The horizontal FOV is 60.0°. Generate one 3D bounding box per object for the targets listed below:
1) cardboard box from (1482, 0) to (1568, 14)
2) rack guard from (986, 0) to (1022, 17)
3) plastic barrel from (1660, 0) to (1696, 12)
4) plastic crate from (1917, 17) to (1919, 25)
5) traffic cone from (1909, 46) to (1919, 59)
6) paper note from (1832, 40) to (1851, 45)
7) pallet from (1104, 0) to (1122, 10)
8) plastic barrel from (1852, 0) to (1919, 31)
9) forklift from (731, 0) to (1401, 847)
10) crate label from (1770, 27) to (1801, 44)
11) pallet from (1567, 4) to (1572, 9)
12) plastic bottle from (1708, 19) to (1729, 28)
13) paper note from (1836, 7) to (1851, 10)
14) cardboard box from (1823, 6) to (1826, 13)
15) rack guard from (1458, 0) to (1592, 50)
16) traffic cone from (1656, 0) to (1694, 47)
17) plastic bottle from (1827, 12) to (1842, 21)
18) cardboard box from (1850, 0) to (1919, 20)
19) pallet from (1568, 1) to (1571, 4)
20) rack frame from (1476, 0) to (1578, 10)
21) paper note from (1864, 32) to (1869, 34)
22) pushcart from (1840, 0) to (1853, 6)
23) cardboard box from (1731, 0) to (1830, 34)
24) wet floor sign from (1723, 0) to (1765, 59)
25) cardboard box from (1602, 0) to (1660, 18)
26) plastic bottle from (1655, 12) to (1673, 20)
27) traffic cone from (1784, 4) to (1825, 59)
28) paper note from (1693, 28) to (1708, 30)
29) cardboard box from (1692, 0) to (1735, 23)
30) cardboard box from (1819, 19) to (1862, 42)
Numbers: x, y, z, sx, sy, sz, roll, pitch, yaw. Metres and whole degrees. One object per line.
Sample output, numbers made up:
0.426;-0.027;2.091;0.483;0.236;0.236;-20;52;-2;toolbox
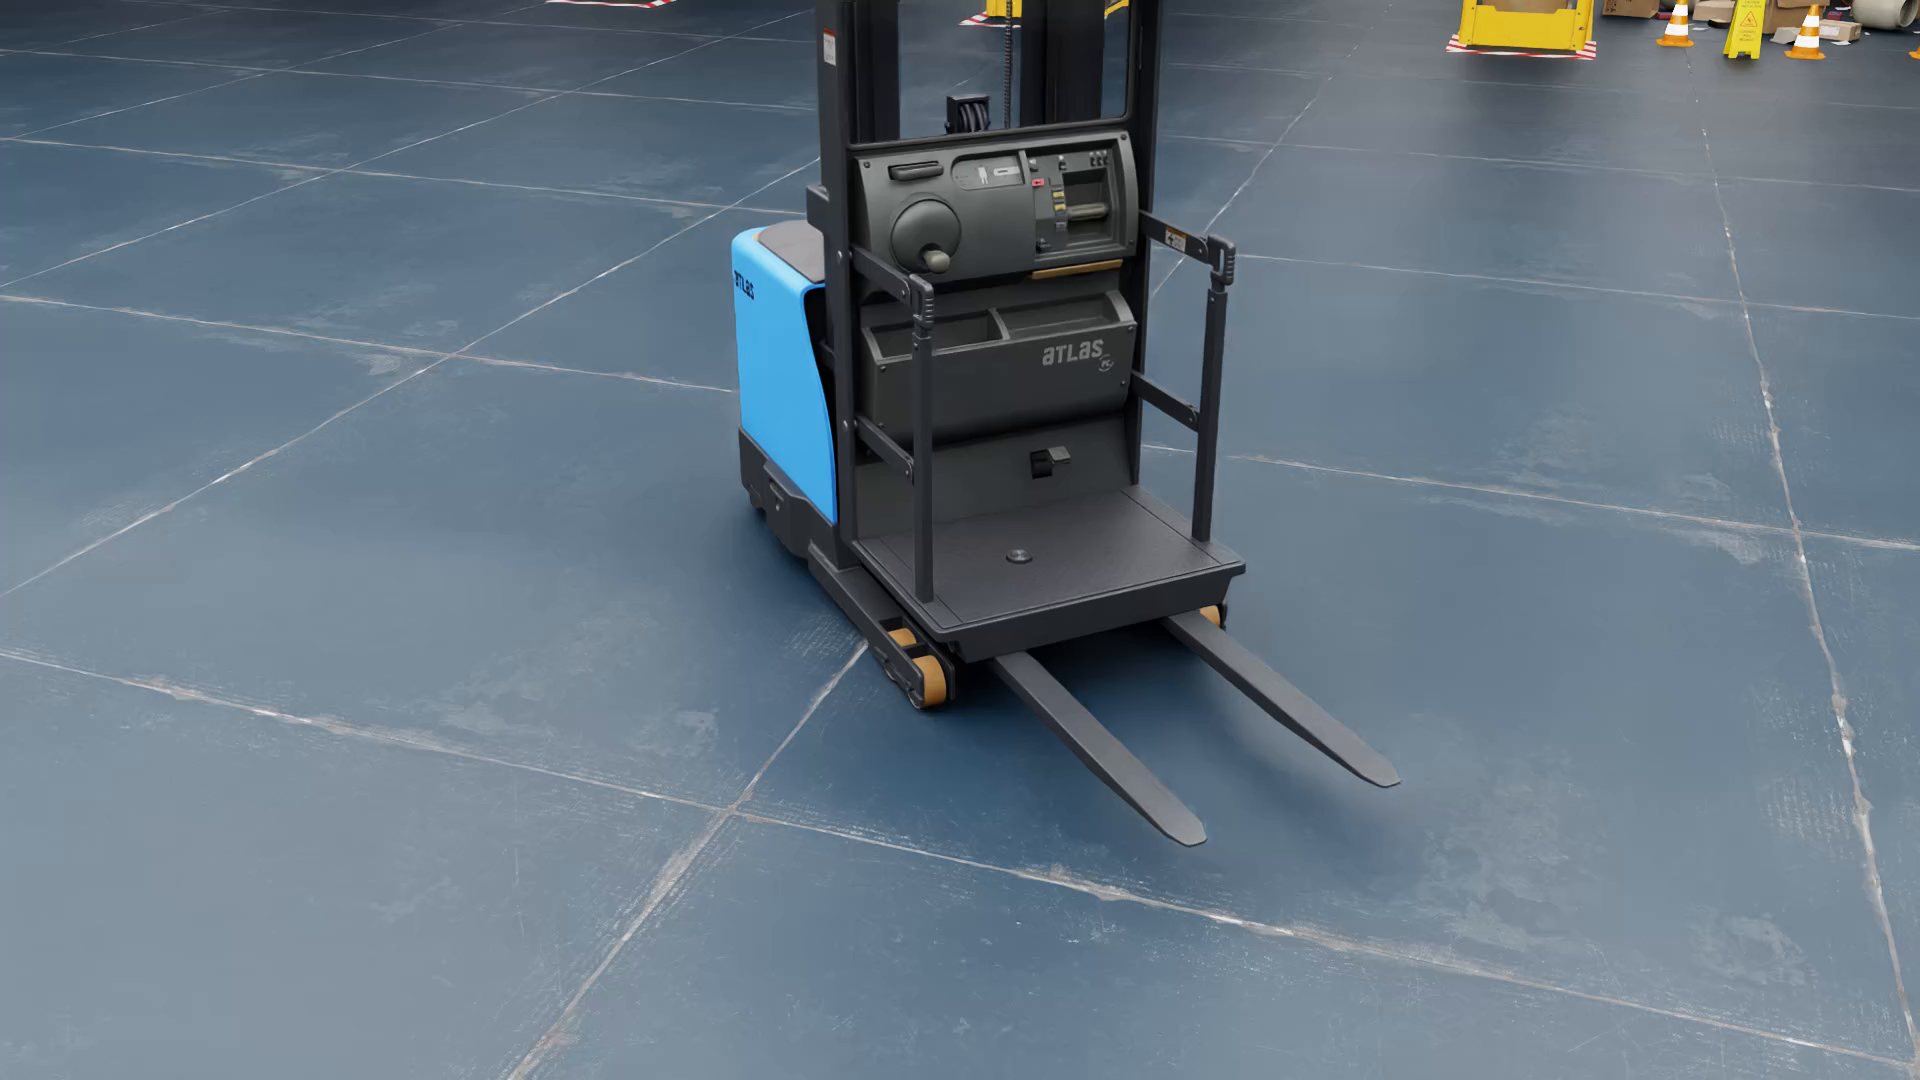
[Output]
5.656;-5.725;16.589;0.875;0.875;0.875;9;27;18;cardboard box
0.874;-5.871;17.803;1.175;0.500;0.348;9;27;17;rack guard
7.893;-6.000;18.157;0.421;0.421;0.512;-14;29;-27;plastic barrel
10.229;-5.332;17.170;0.402;0.080;0.583;0;26;-1;plastic crate
9.121;-4.750;15.530;0.336;0.463;0.334;9;27;17;traffic cone
8.631;-4.869;16.271;0.148;0.019;0.142;0;26;-1;paper note
1.178;-6.070;18.545;1.003;0.211;1.213;9;27;17;pallet
9.454;-5.437;16.994;0.421;0.421;0.512;-14;29;-27;plastic barrel
0.224;-1.011;4.976;1.130;2.935;3.031;-12;28;-23;forklift
8.164;-4.957;16.330;0.250;0.136;0.298;-5;26;-9;crate label
5.685;-5.289;16.932;1.003;0.211;1.213;9;27;17;pallet
7.858;-5.366;17.262;0.133;0.061;0.283;0;26;-1;plastic bottle
9.740;-5.865;18.329;0.148;0.019;0.142;9;27;17;paper note
9.230;-5.918;18.168;0.258;0.266;0.396;-9;27;-18;cardboard box
5.484;-5.070;16.147;1.175;0.500;0.348;9;27;17;rack guard
7.008;-5.075;16.201;0.336;0.463;0.334;9;27;17;traffic cone
9.327;-5.591;17.727;0.133;0.061;0.283;14;29;26;plastic bottle
9.885;-5.805;17.663;0.500;0.500;0.500;-14;29;-27;cardboard box
6.092;-5.789;17.964;1.003;0.211;1.213;9;27;17;pallet
5.492;-6.204;15.622;1.000;3.000;0.127;9;27;17;rack frame
9.175;-5.125;16.823;0.032;0.001;0.123;9;27;17;paper note
9.358;-6.302;18.832;1.648;0.377;0.936;0;26;-1;pushcart
8.391;-5.494;17.019;0.797;0.503;0.637;-9;27;-18;cardboard box
7.350;-4.846;15.518;0.267;0.644;0.232;4;26;8;wet floor sign
7.275;-5.938;17.937;0.500;0.500;0.500;14;29;26;cardboard box
7.566;-5.579;17.703;0.283;0.061;0.133;0;26;-1;plastic bottle
7.961;-4.771;15.574;0.336;0.463;0.334;9;27;17;traffic cone
7.601;-5.248;17.057;0.144;0.017;0.142;20;32;35;paper note
7.988;-5.644;17.603;0.396;0.266;0.258;14;29;26;cardboard box
8.725;-5.076;16.564;0.250;0.149;0.380;-20;33;-36;cardboard box
